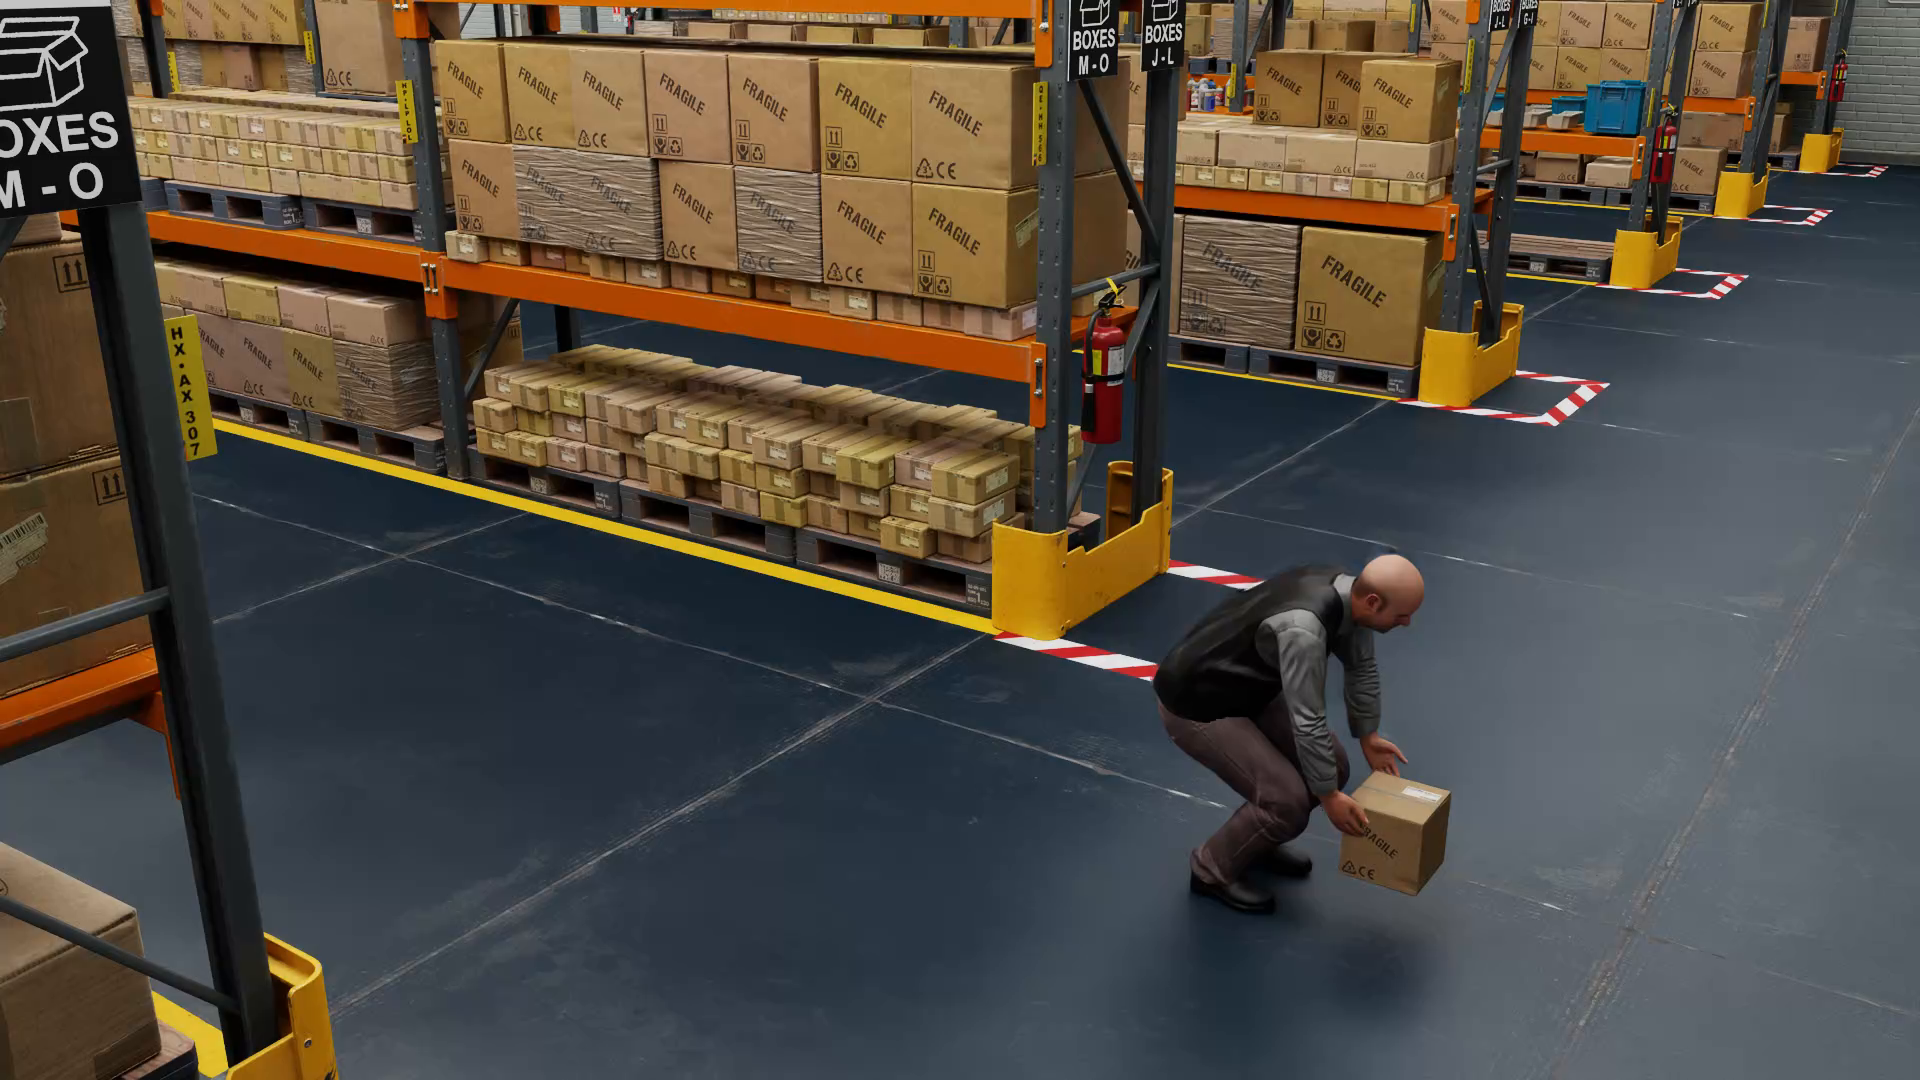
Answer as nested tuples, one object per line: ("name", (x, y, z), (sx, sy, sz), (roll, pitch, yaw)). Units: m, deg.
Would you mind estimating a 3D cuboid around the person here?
("person", (1.039, 0.561, 5.311), (0.798, 1.205, 0.579), (13, 23, 32))
